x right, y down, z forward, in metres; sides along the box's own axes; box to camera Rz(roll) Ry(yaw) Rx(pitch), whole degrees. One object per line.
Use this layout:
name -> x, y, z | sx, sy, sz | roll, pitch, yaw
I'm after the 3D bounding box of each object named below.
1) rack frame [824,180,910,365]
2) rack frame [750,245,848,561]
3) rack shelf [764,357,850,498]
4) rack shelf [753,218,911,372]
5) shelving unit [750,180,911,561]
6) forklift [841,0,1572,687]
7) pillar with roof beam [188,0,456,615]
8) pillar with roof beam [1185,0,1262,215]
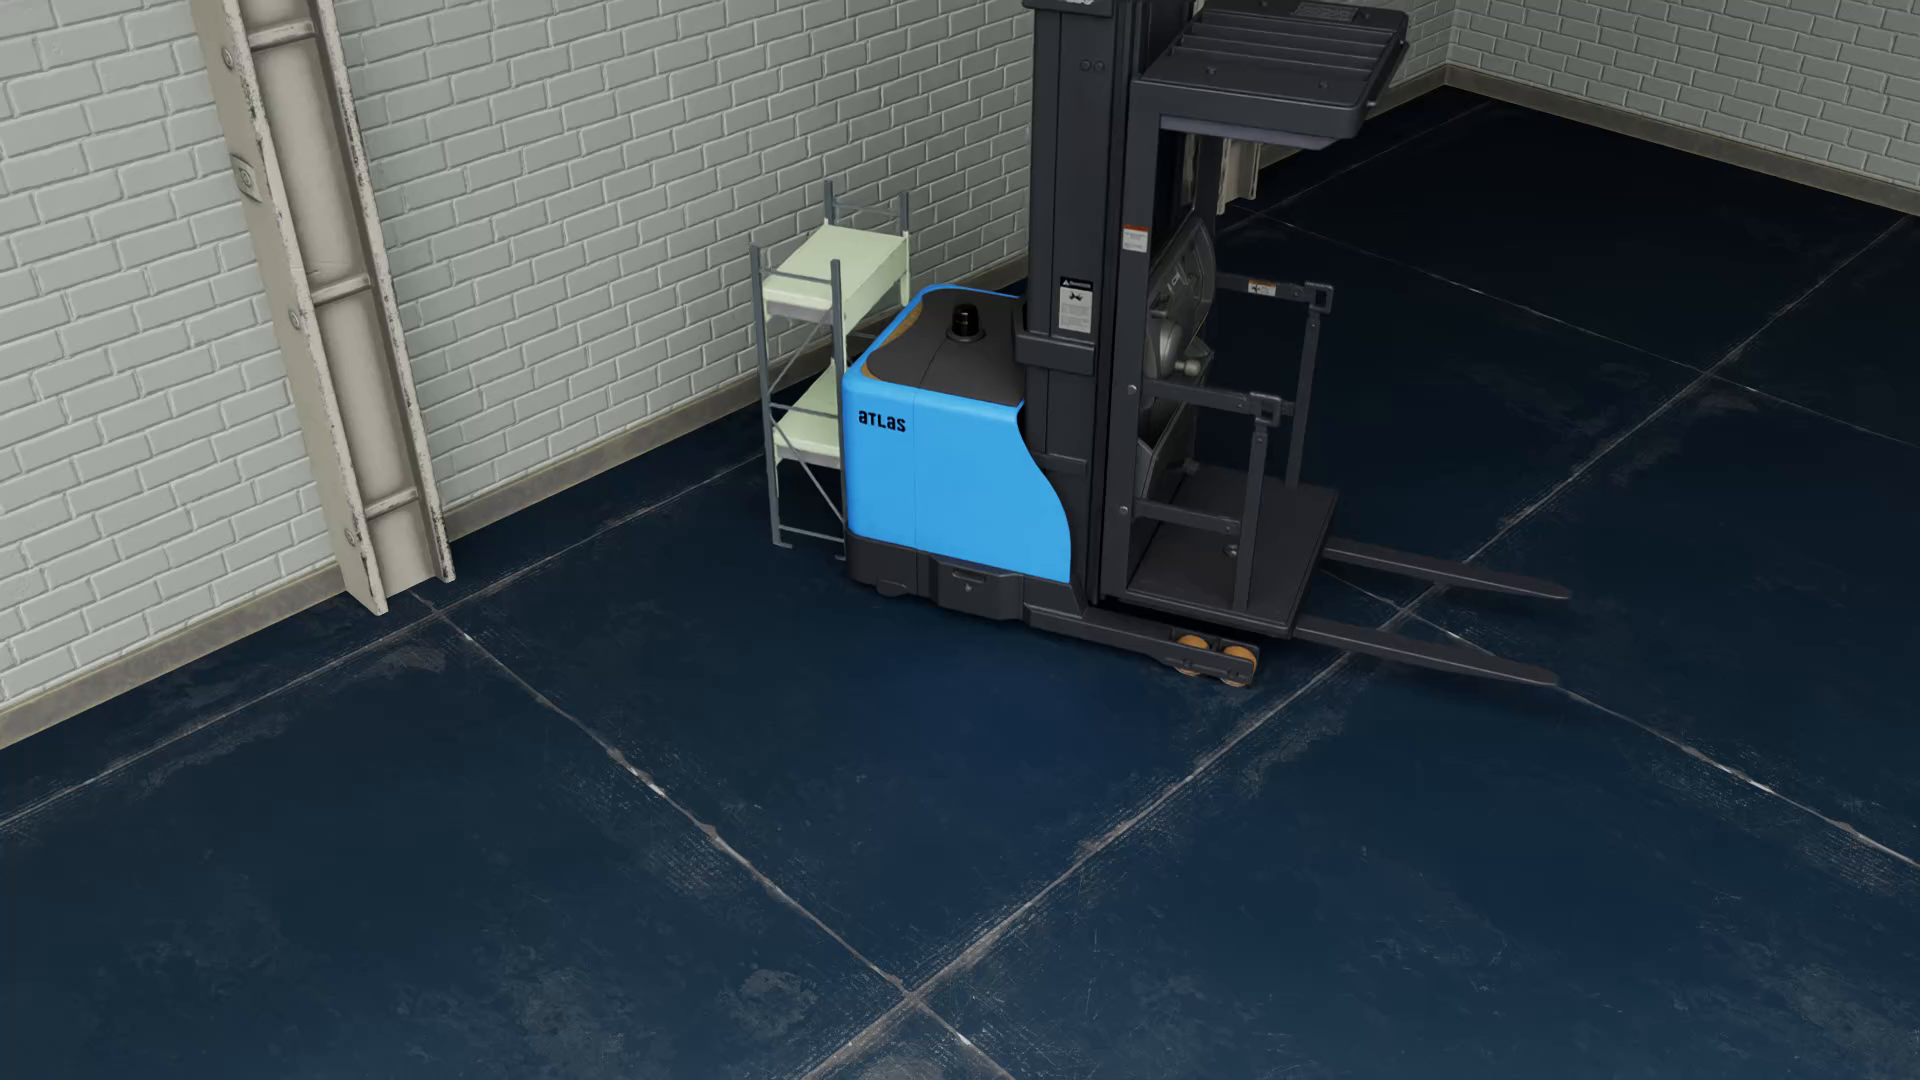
rack frame -> -0.418, -0.950, 7.802 | 0.400, 1.500, 0.023 | 12, 37, 17
rack frame -> -0.678, -0.559, 7.240 | 0.400, 1.500, 0.023 | 12, 37, 17
rack shelf -> -0.548, -0.487, 7.707 | 0.431, 0.370, 0.720 | 12, 37, 17
rack shelf -> -0.548, -1.075, 7.298 | 0.431, 0.370, 0.720 | 12, 37, 17
shelving unit -> -0.548, -0.755, 7.521 | 0.431, 1.500, 0.755 | 12, 37, 17
forklift -> 1.063, -0.942, 6.538 | 3.031, 2.935, 1.130 | 13, 37, 17
pillar with roof beam -> 0.538, -1.765, 2.415 | 9.100, 9.000, 0.400 | 30, 45, 35
pillar with roof beam -> 4.765, -4.201, 5.907 | 9.100, 9.000, 0.400 | 30, 45, 35
